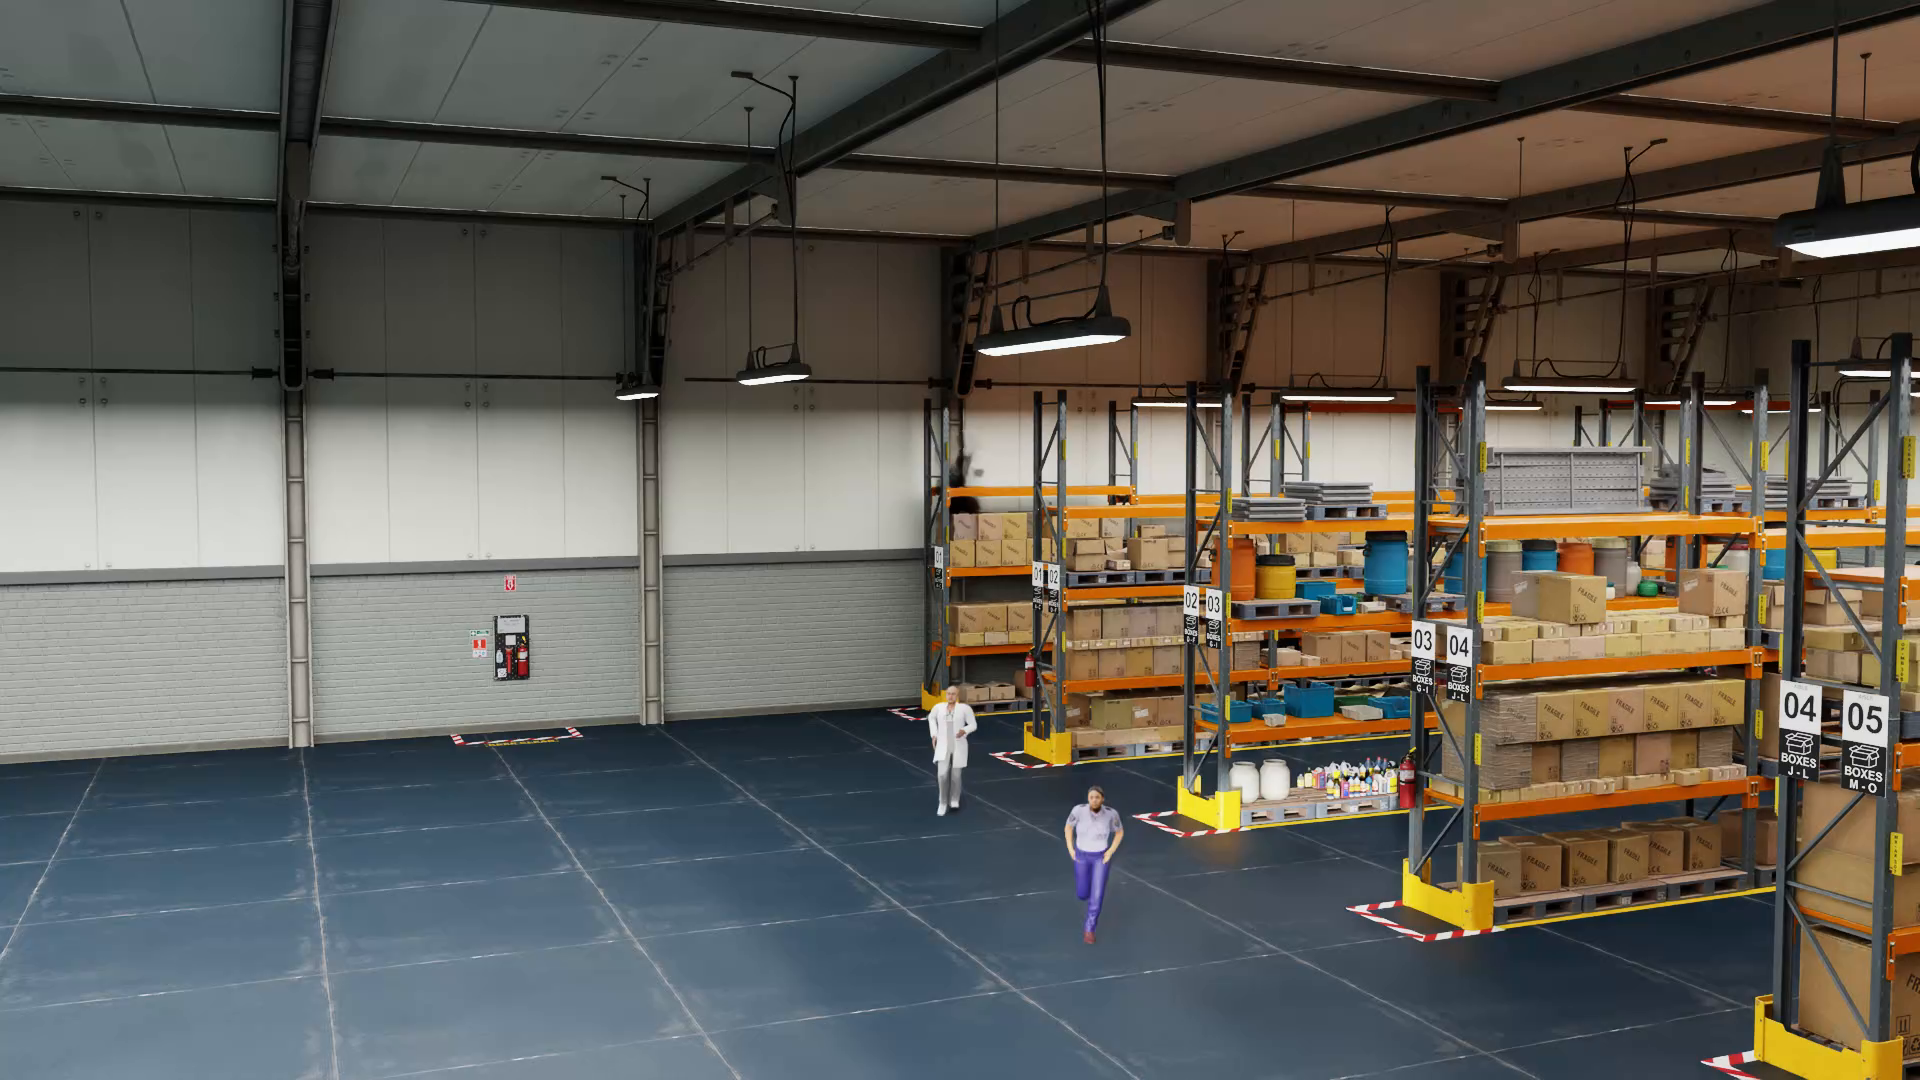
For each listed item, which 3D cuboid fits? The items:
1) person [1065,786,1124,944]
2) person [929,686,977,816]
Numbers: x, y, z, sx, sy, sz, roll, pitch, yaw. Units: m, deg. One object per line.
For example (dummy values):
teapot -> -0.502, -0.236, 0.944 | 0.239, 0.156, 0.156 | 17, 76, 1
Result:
person -> 1.414, 3.361, 17.478 | 0.617, 1.636, 0.791 | 1, 3, 12
person -> -0.109, 2.900, 23.099 | 0.693, 1.734, 0.808 | 0, 3, 3
